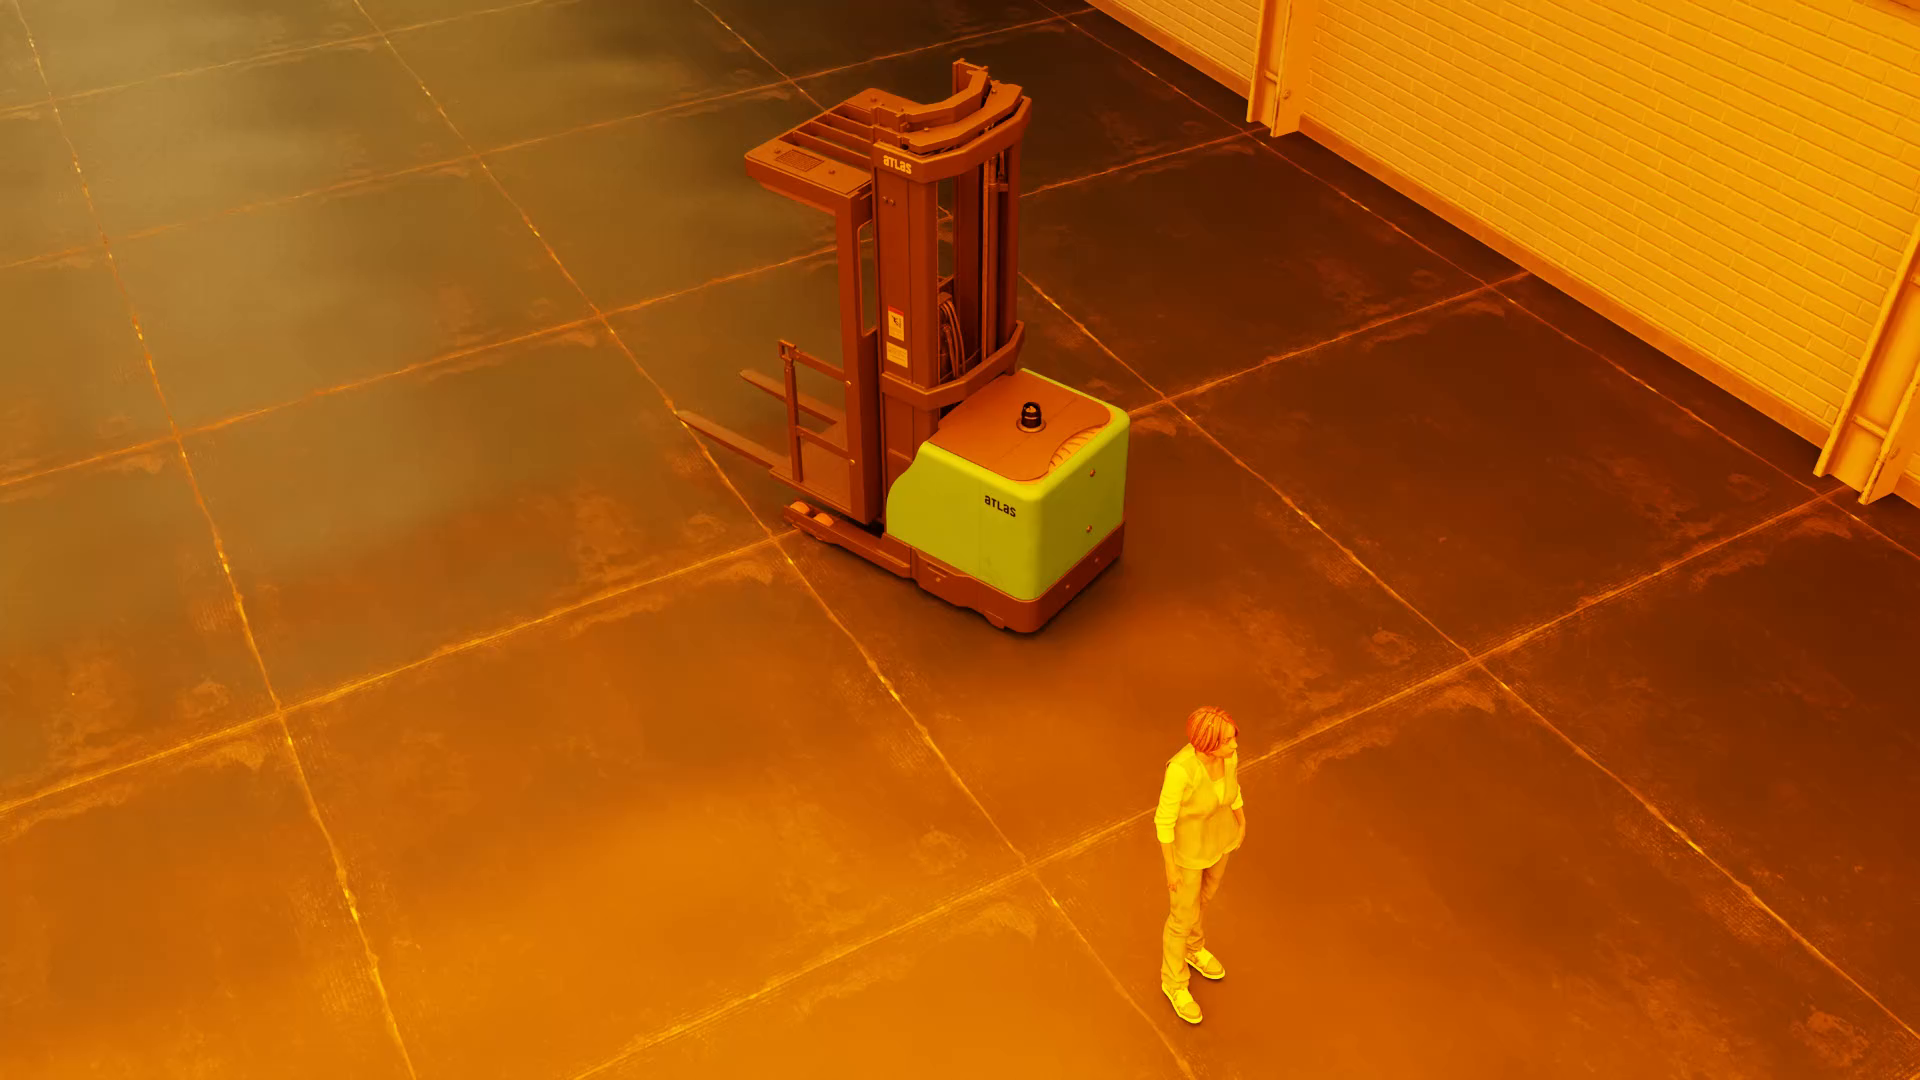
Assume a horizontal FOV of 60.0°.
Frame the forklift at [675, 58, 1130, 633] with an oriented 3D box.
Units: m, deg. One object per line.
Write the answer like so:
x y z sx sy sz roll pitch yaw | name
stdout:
-0.481 -1.366 9.683 3.031 2.935 1.130 26 46 28 | forklift

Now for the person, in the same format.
1.110 1.407 7.373 0.519 1.599 0.473 -29 48 -30 | person
